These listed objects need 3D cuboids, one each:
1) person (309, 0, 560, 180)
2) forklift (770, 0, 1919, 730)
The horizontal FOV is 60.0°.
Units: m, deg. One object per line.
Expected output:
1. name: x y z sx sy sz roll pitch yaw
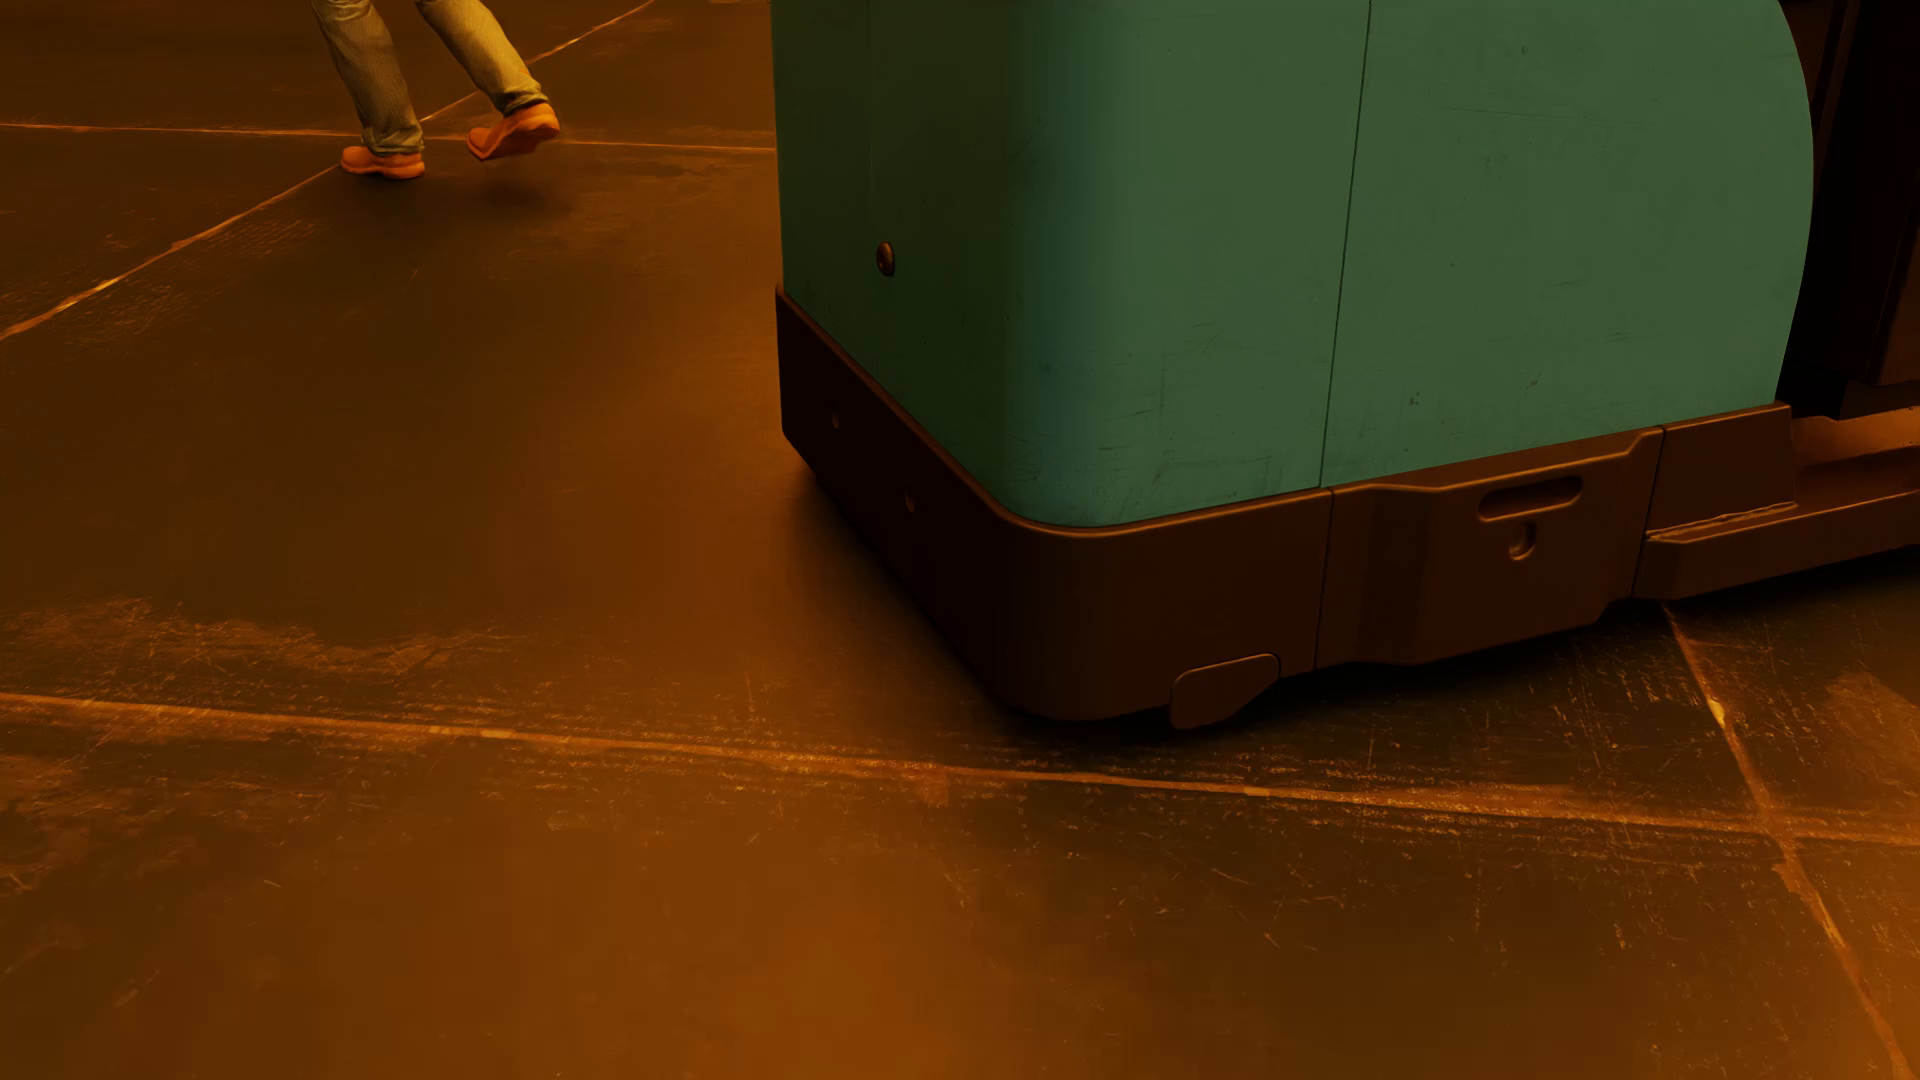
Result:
1. person: -1.375 -1.691 4.013 0.791 1.693 0.655 20 33 35
2. forklift: 1.279 -1.497 2.217 3.031 2.935 1.130 -10 28 -20
